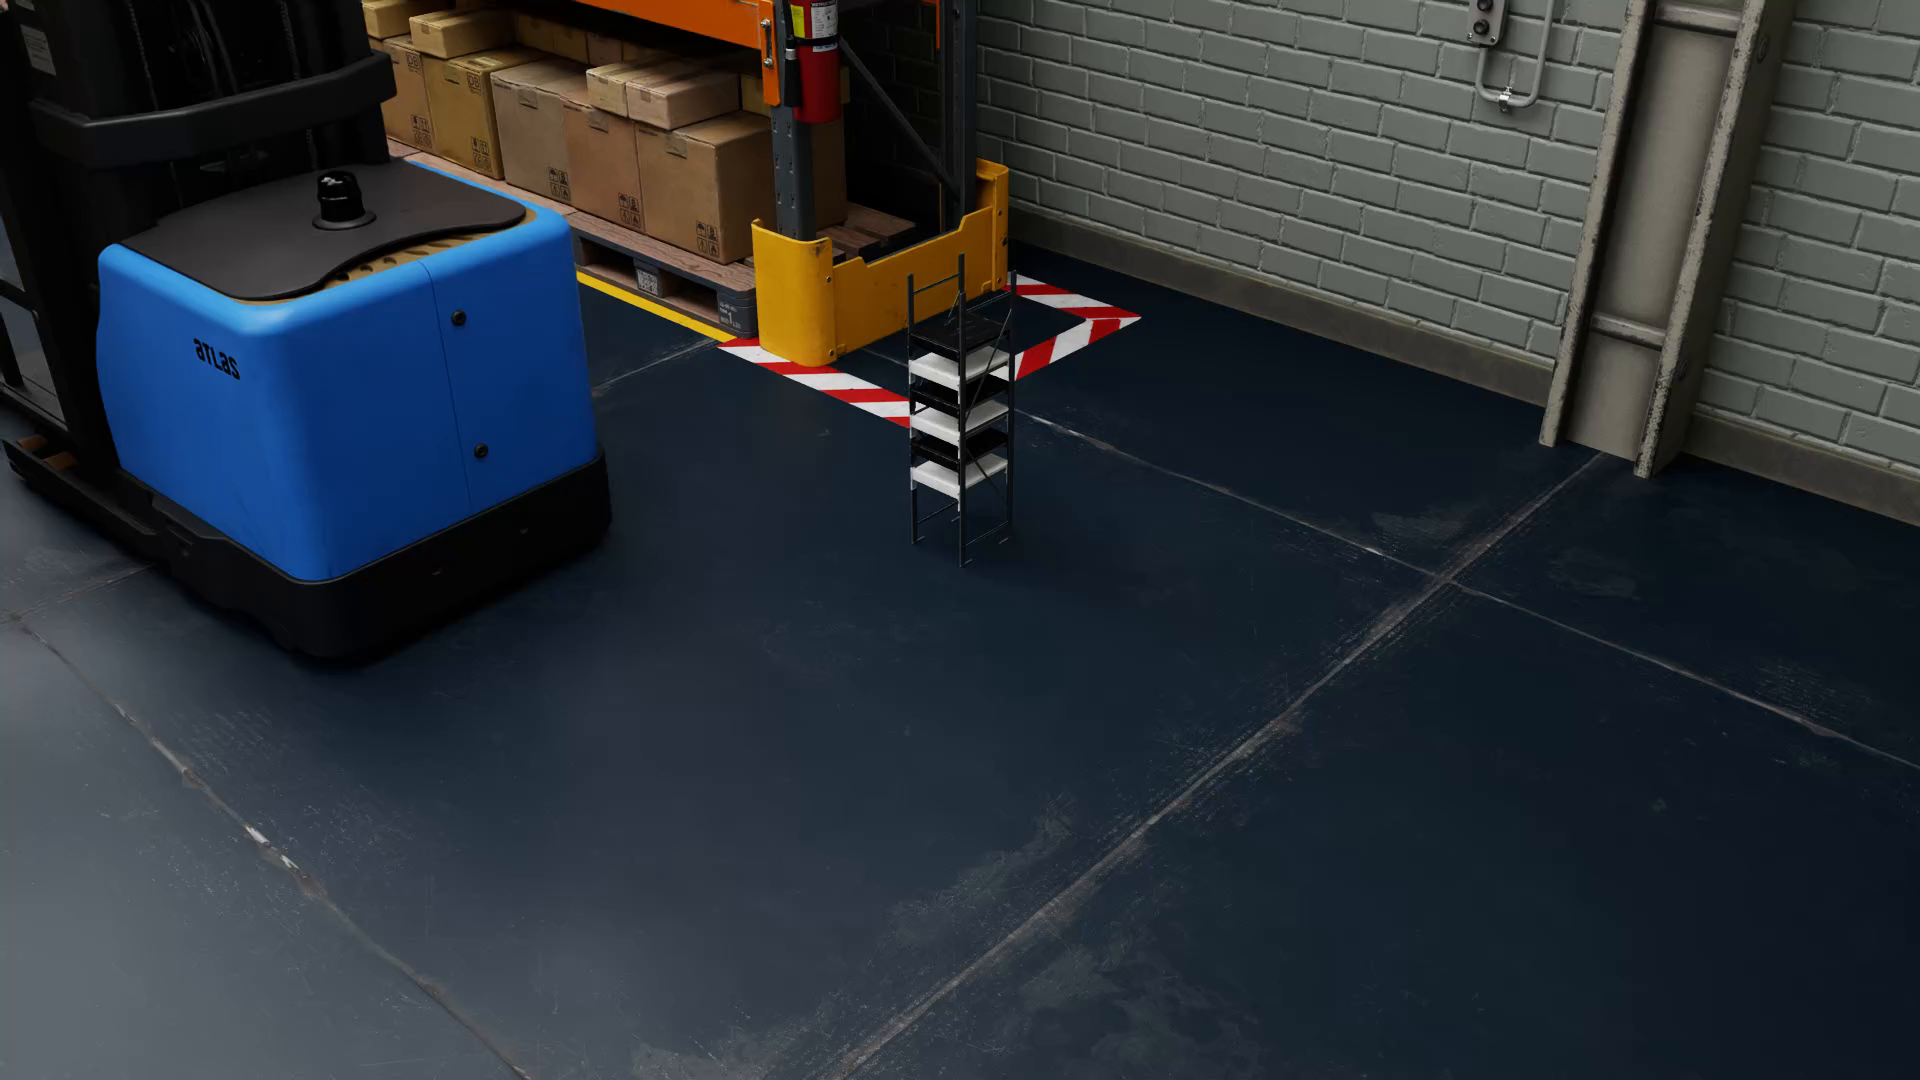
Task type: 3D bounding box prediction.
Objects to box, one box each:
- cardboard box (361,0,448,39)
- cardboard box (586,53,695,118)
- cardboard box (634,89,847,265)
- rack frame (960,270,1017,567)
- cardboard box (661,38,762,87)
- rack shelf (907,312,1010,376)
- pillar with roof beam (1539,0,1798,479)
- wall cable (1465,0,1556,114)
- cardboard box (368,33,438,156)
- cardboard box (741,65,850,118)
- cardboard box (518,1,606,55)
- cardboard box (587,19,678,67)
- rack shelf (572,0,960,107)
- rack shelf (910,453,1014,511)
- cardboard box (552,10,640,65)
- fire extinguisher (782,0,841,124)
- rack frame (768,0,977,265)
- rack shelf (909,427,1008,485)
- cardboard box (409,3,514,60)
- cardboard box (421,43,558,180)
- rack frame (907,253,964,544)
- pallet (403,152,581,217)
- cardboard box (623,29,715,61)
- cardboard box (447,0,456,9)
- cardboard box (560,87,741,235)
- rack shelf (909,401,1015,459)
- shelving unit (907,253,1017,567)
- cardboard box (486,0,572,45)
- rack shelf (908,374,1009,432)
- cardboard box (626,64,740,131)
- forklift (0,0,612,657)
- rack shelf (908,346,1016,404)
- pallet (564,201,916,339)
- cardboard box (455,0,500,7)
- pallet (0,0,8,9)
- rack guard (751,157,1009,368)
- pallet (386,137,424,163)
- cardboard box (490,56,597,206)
[{"bbox_3d":[-2.659,-2.505,7.891,0.250,0.149,0.380,27,40,37],"label":"cardboard box"},{"bbox_3d":[-1.304,-1.874,6.843,0.250,0.149,0.380,26,40,36],"label":"cardboard box"},{"bbox_3d":[-0.896,-1.534,6.905,0.500,0.500,0.700,25,39,35],"label":"cardboard box"},{"bbox_3d":[0.081,-0.348,4.955,0.006,0.900,0.240,25,39,35],"label":"rack frame"},{"bbox_3d":[-1.046,-2.020,7.084,0.250,0.149,0.380,25,39,35],"label":"cardboard box"},{"bbox_3d":[0.006,-0.585,4.891,0.200,0.077,0.258,25,39,35],"label":"rack shelf"},{"bbox_3d":[-0.617,-2.541,0.746,0.400,9.000,9.100,25,39,35],"label":"pillar with roof beam"},{"bbox_3d":[1.274,-2.574,5.633,1.851,1.984,0.084,25,39,35],"label":"wall cable"},{"bbox_3d":[-2.420,-2.241,8.080,0.500,0.500,0.700,25,39,35],"label":"cardboard box"},{"bbox_3d":[-0.670,-1.845,6.793,0.250,0.149,0.380,25,39,35],"label":"cardboard box"},{"bbox_3d":[-1.798,-2.371,7.667,0.250,0.149,0.380,24,39,34],"label":"cardboard box"},{"bbox_3d":[-1.420,-2.194,7.374,0.250,0.149,0.380,26,39,36],"label":"cardboard box"},{"bbox_3d":[-1.793,-2.604,7.365,4.000,0.370,1.077,25,39,35],"label":"rack shelf"},{"bbox_3d":[0.006,-0.200,5.123,0.200,0.077,0.258,25,39,35],"label":"rack shelf"},{"bbox_3d":[-1.611,-2.283,7.521,0.250,0.149,0.380,25,39,36],"label":"cardboard box"},{"bbox_3d":[-0.508,-1.799,5.766,0.183,0.674,0.296,25,39,35],"label":"fire extinguisher"},{"bbox_3d":[-0.310,-2.220,6.030,0.127,3.000,1.000,25,39,35],"label":"rack frame"},{"bbox_3d":[0.006,-0.277,5.077,0.200,0.077,0.258,25,39,35],"label":"rack shelf"},{"bbox_3d":[-2.272,-2.325,7.591,0.250,0.149,0.380,24,38,34],"label":"cardboard box"},{"bbox_3d":[-2.041,-2.062,7.784,0.500,0.500,0.700,26,40,36],"label":"cardboard box"},{"bbox_3d":[-0.069,-0.418,5.072,0.006,0.900,0.240,25,39,35],"label":"rack frame"},{"bbox_3d":[-1.856,-1.695,7.861,1.213,0.211,1.003,25,39,35],"label":"pallet"},{"bbox_3d":[-1.231,-2.106,7.228,0.250,0.149,0.380,25,39,35],"label":"cardboard box"},{"bbox_3d":[-2.790,-2.416,8.371,0.500,0.500,0.700,26,39,36],"label":"cardboard box"},{"bbox_3d":[-1.268,-1.707,7.193,0.500,0.500,0.700,25,39,35],"label":"cardboard box"},{"bbox_3d":[0.006,-0.354,5.030,0.200,0.077,0.258,25,39,35],"label":"rack shelf"},{"bbox_3d":[0.006,-0.383,5.013,0.210,0.900,0.258,25,39,35],"label":"shelving unit"},{"bbox_3d":[-1.990,-2.460,7.815,0.250,0.149,0.380,25,39,36],"label":"cardboard box"},{"bbox_3d":[0.006,-0.431,4.984,0.200,0.077,0.258,25,39,35],"label":"rack shelf"},{"bbox_3d":[-1.114,-1.786,6.696,0.250,0.149,0.380,25,39,35],"label":"cardboard box"},{"bbox_3d":[-2.541,-1.559,4.998,3.031,2.935,1.130,24,38,34],"label":"forklift"},{"bbox_3d":[0.006,-0.508,4.938,0.200,0.077,0.258,25,39,35],"label":"rack shelf"},{"bbox_3d":[-0.956,-1.273,7.159,1.213,0.211,1.003,25,39,35],"label":"pallet"},{"bbox_3d":[-2.177,-2.547,7.961,0.250,0.149,0.380,24,38,34],"label":"cardboard box"},{"bbox_3d":[-5.708,-3.493,10.847,1.213,0.211,1.003,25,39,35],"label":"pallet"},{"bbox_3d":[-0.293,-1.141,6.661,0.348,0.500,1.175,25,39,35],"label":"rack guard"},{"bbox_3d":[-2.765,-2.117,8.562,1.213,0.211,1.003,25,39,35],"label":"pallet"},{"bbox_3d":[-1.641,-1.880,7.482,0.500,0.500,0.700,24,38,34],"label":"cardboard box"}]
